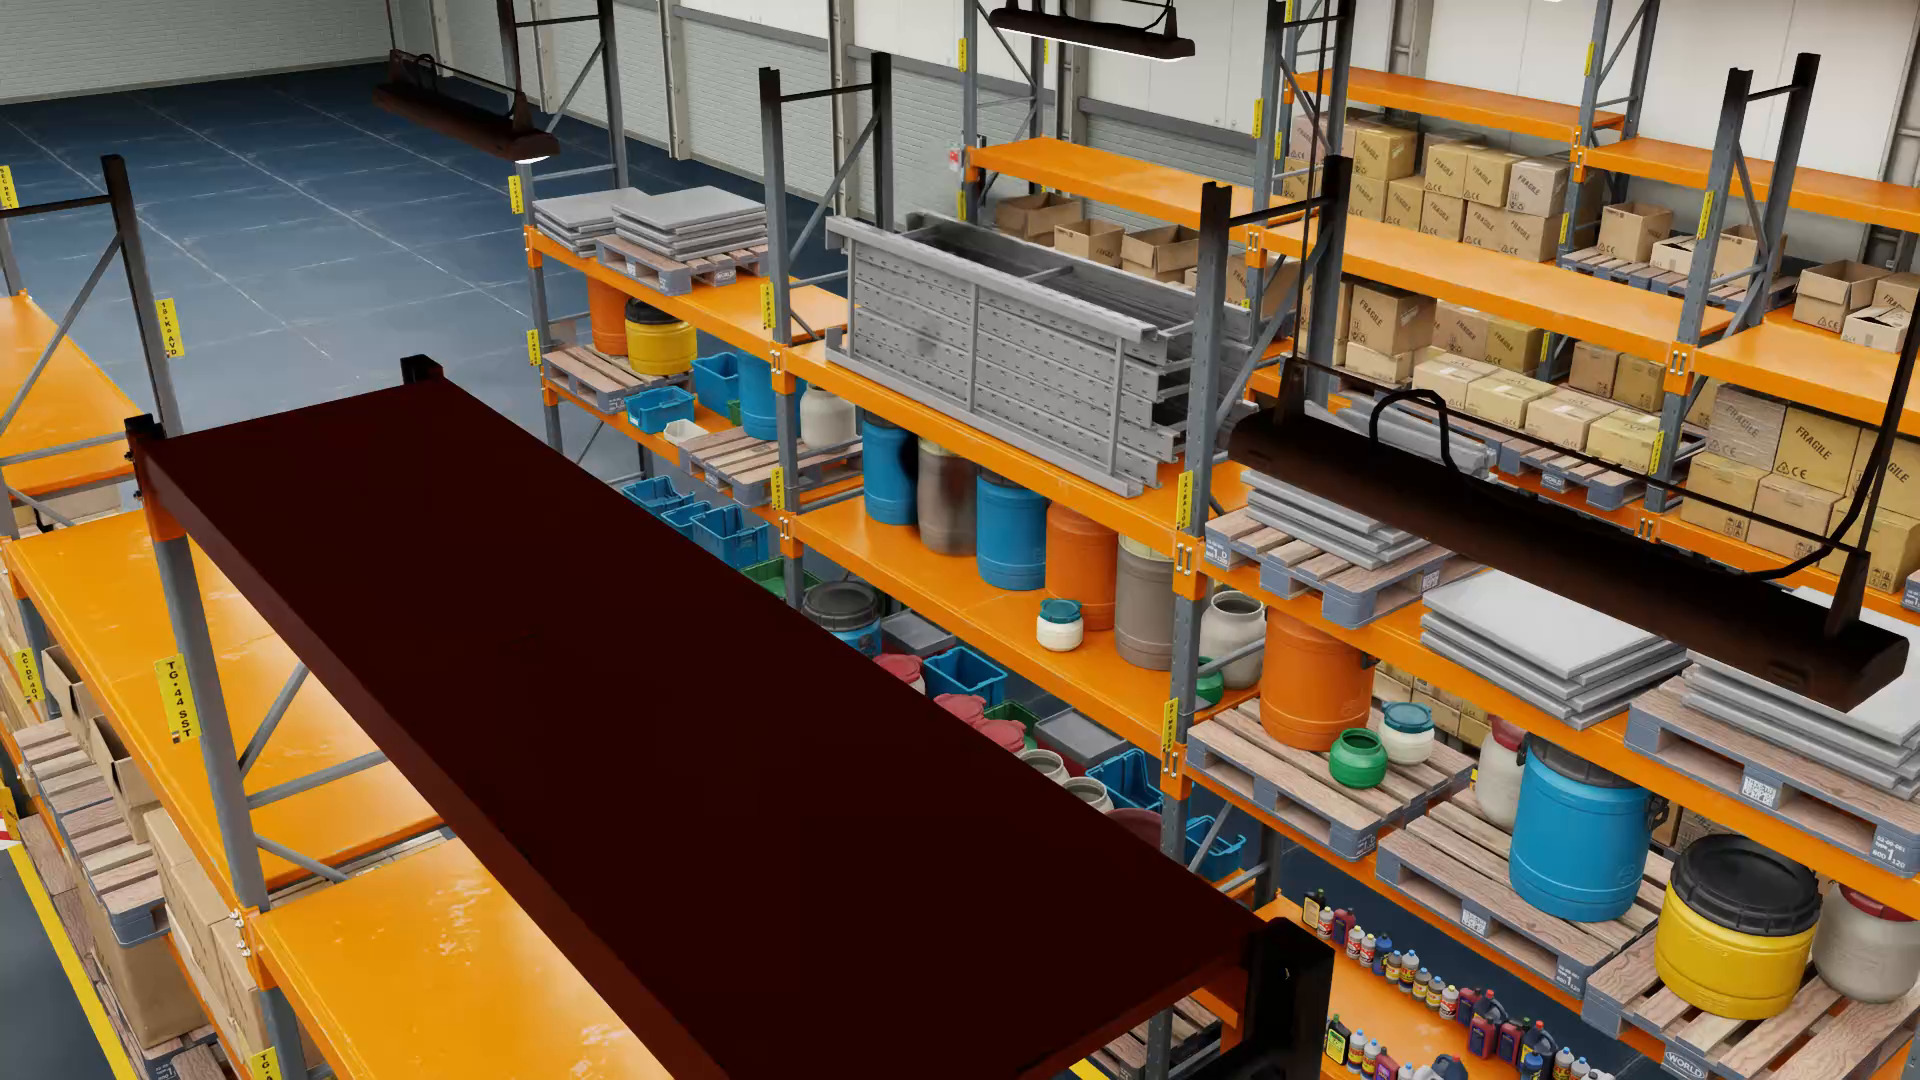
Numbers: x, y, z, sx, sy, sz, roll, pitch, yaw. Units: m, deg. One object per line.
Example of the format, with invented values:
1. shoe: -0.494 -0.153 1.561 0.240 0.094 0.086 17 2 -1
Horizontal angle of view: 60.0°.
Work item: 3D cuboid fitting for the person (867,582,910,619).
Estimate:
1. person: -0.651 0.376 15.453 0.631 1.822 0.692 -16 30 -30
